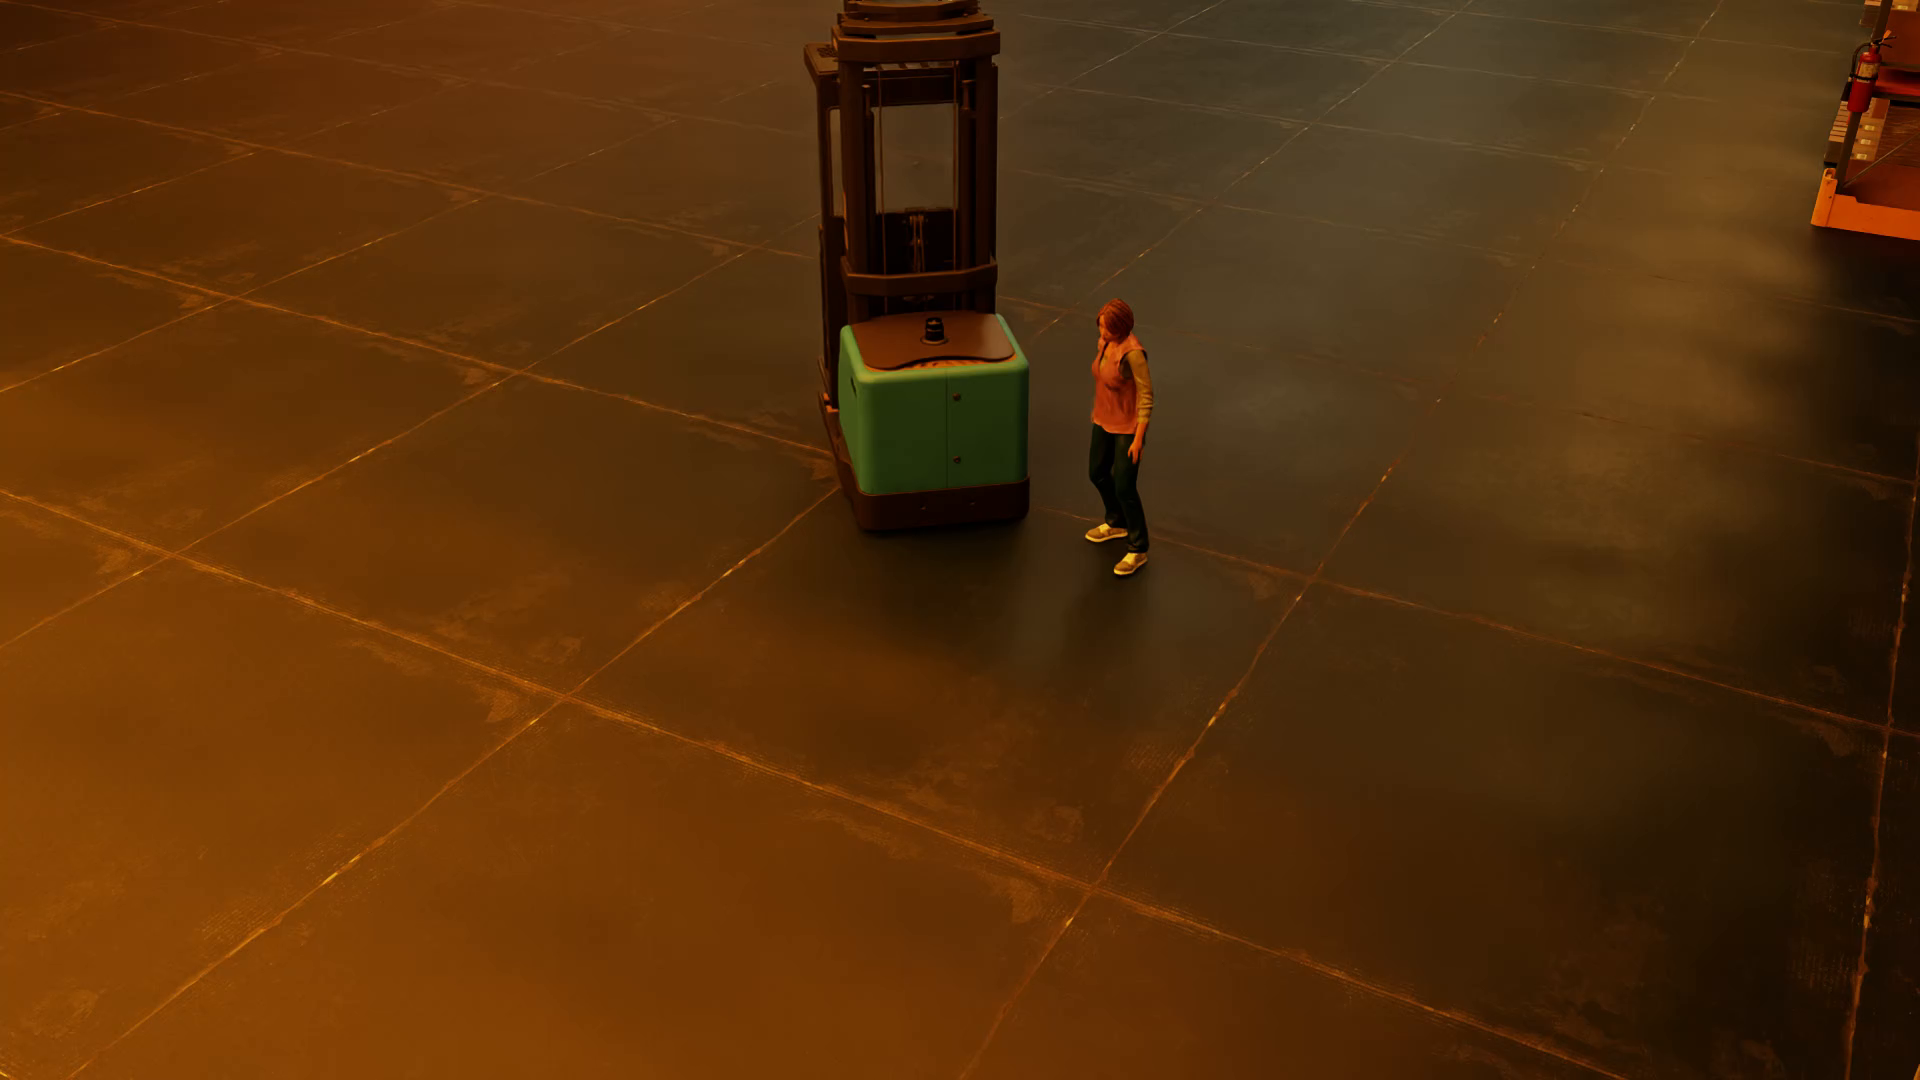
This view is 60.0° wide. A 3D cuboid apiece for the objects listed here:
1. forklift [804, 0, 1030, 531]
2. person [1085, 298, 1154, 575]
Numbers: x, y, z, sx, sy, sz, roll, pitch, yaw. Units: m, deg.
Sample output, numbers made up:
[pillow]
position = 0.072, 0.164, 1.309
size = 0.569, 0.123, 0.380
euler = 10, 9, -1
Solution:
[forklift]
position = -0.363, -2.046, 10.616
size = 1.130, 2.935, 3.031
euler = -6, 30, -10
[person]
position = 0.913, -0.640, 9.546
size = 0.347, 1.570, 0.664
euler = -15, 33, -24
